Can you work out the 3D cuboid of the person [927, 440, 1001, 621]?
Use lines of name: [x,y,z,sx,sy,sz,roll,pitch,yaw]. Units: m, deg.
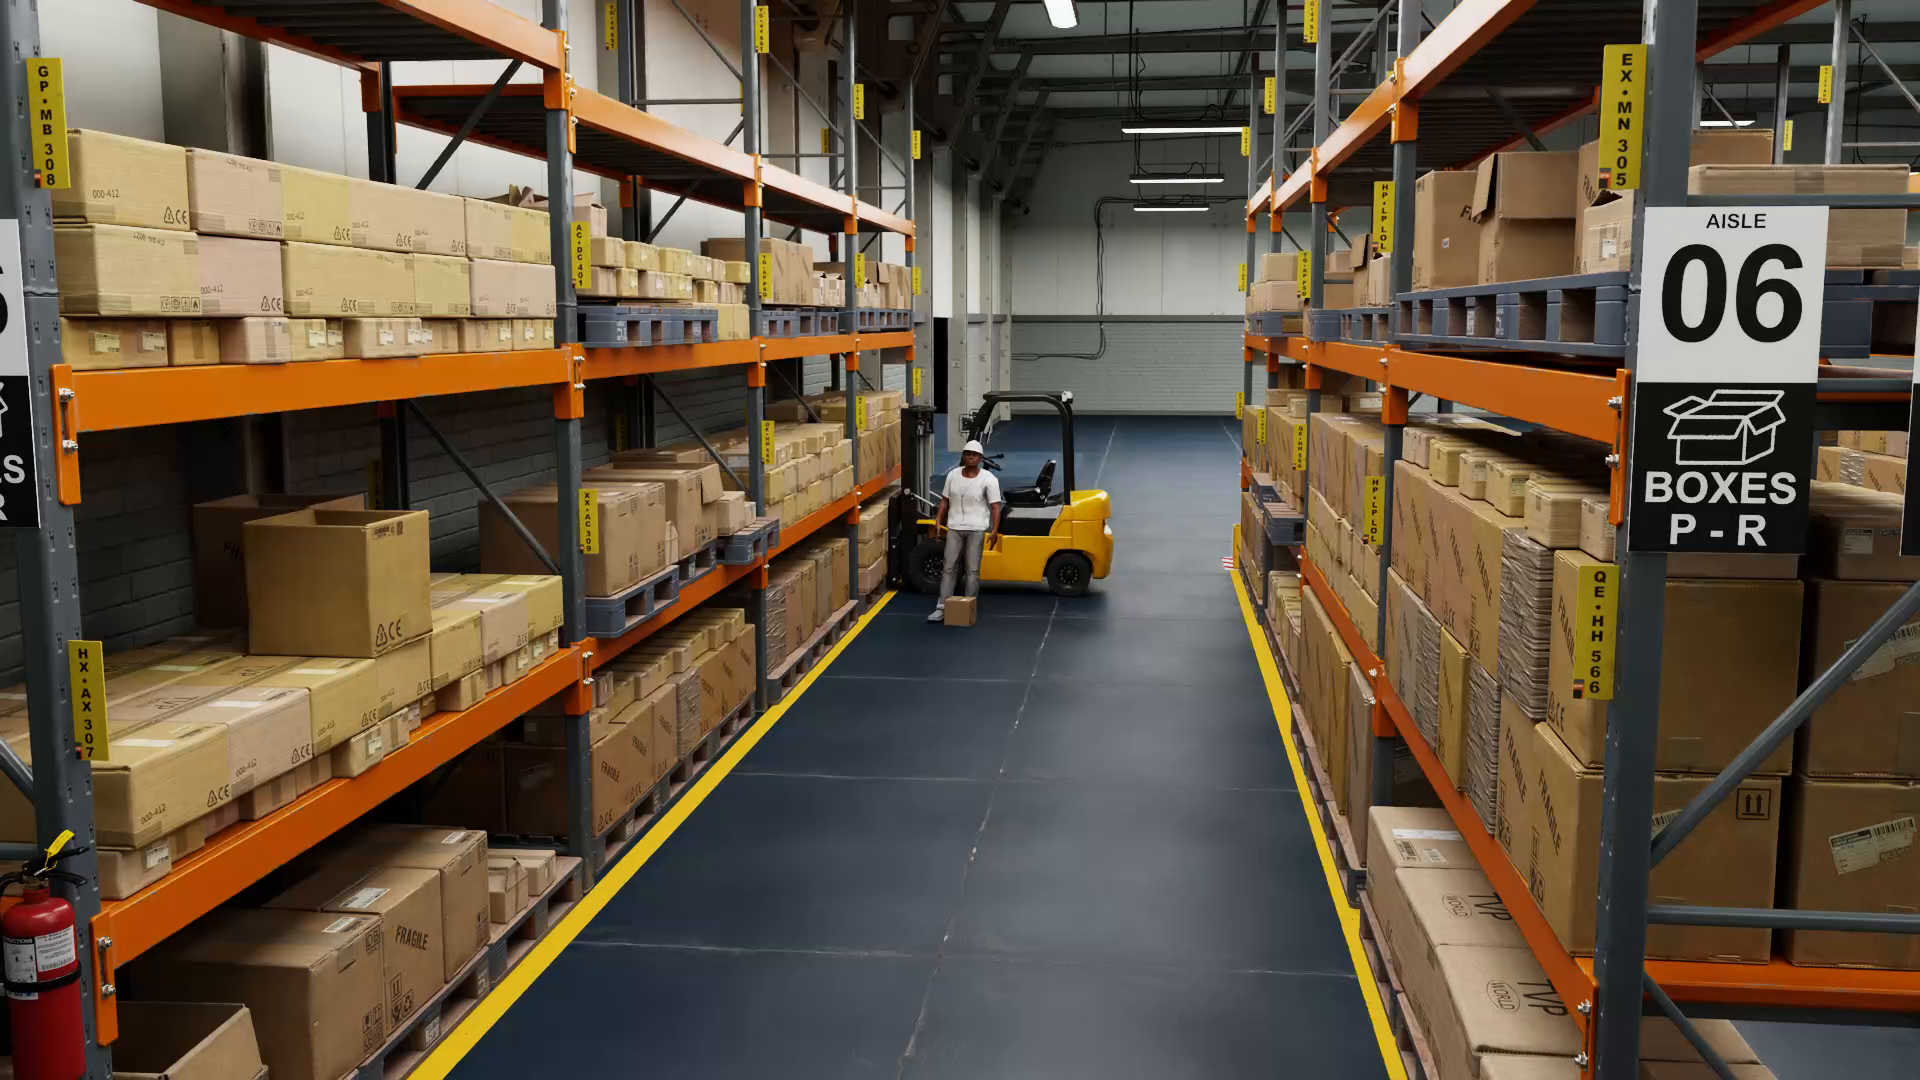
person: [0.045,-0.090,16.311,0.666,1.766,0.576,3,8,20]
